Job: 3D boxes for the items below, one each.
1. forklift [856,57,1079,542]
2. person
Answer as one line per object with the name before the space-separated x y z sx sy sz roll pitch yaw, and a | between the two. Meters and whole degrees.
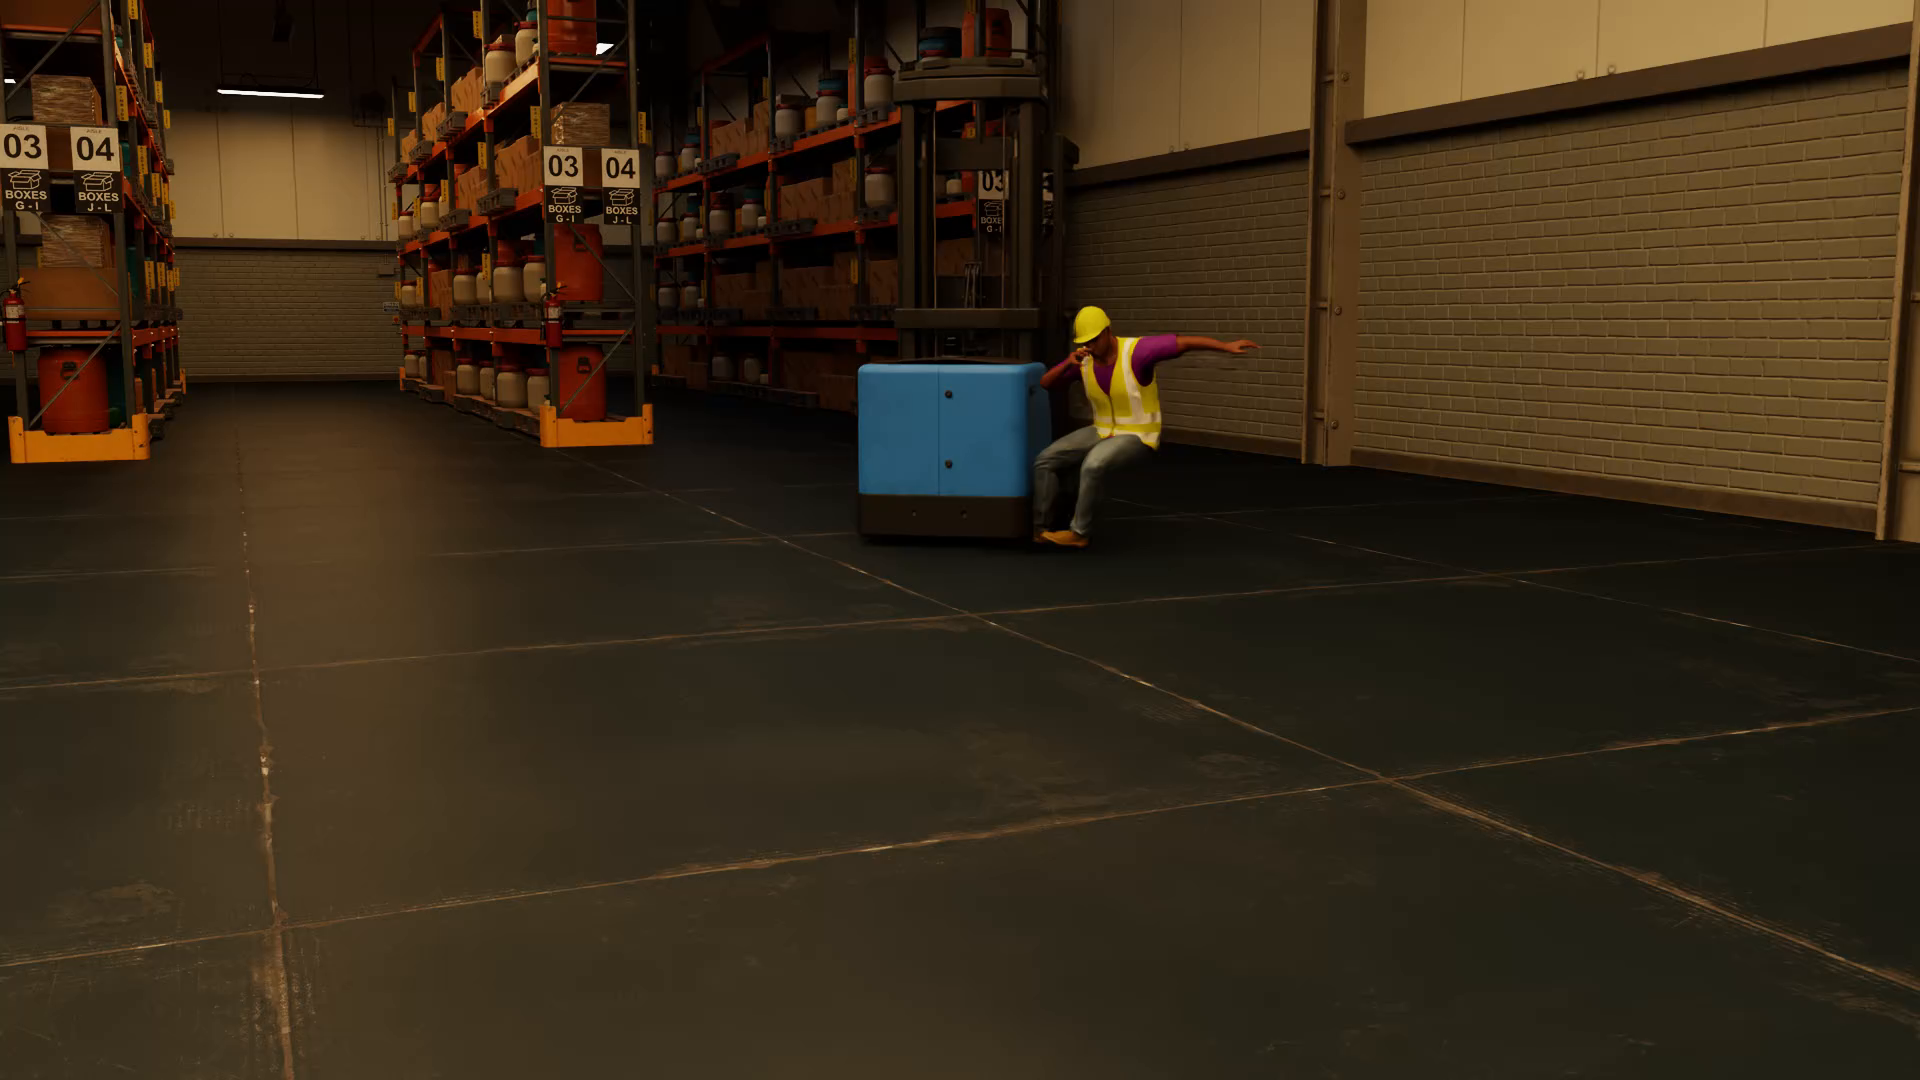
forklift | 0.184 -1.597 11.055 1.130 2.935 3.031 2 8 12
person | 0.958 -0.627 9.577 1.427 1.431 0.726 6 10 38
